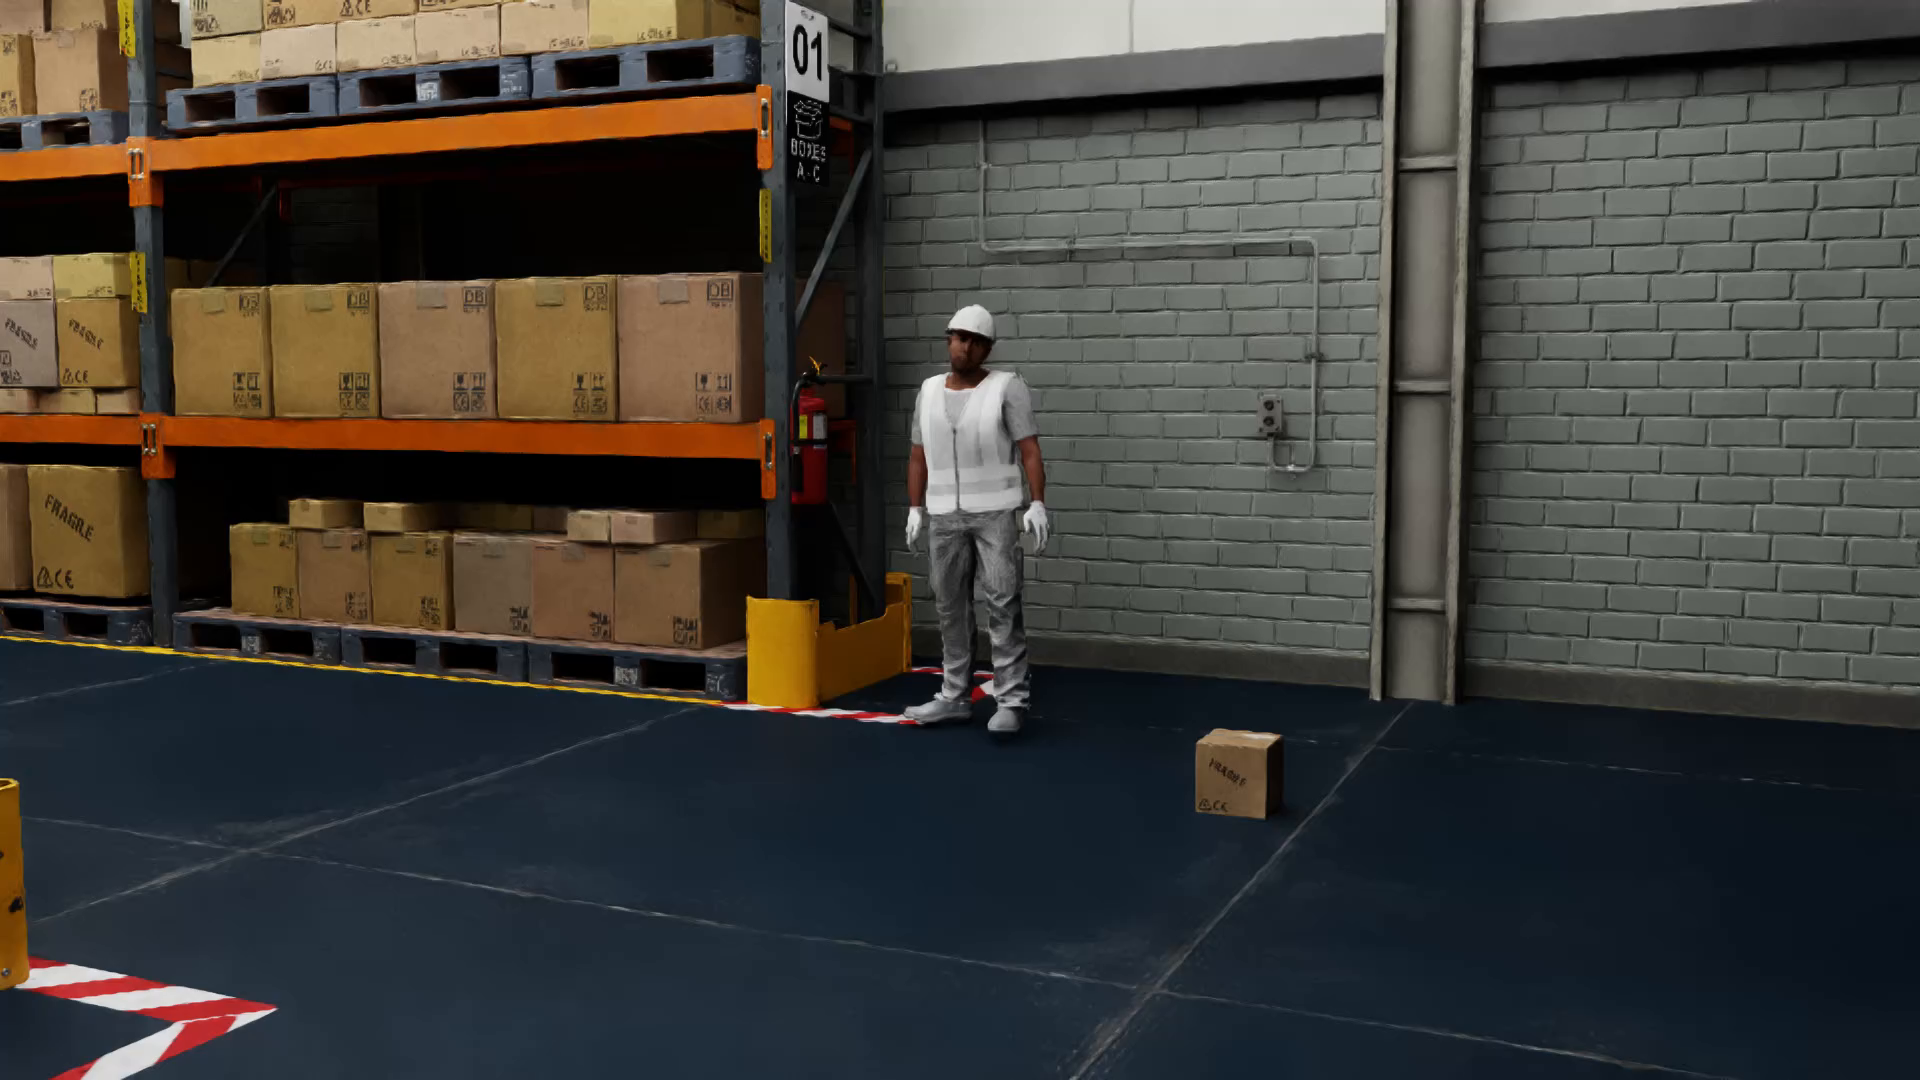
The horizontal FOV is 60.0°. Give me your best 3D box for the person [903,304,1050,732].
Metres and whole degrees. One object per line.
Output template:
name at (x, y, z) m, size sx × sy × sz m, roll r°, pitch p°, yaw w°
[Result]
person at (0.065, -0.093, 7.006) m, size 0.678 × 1.786 × 0.429 m, roll 3°, pitch 6°, yaw 27°
